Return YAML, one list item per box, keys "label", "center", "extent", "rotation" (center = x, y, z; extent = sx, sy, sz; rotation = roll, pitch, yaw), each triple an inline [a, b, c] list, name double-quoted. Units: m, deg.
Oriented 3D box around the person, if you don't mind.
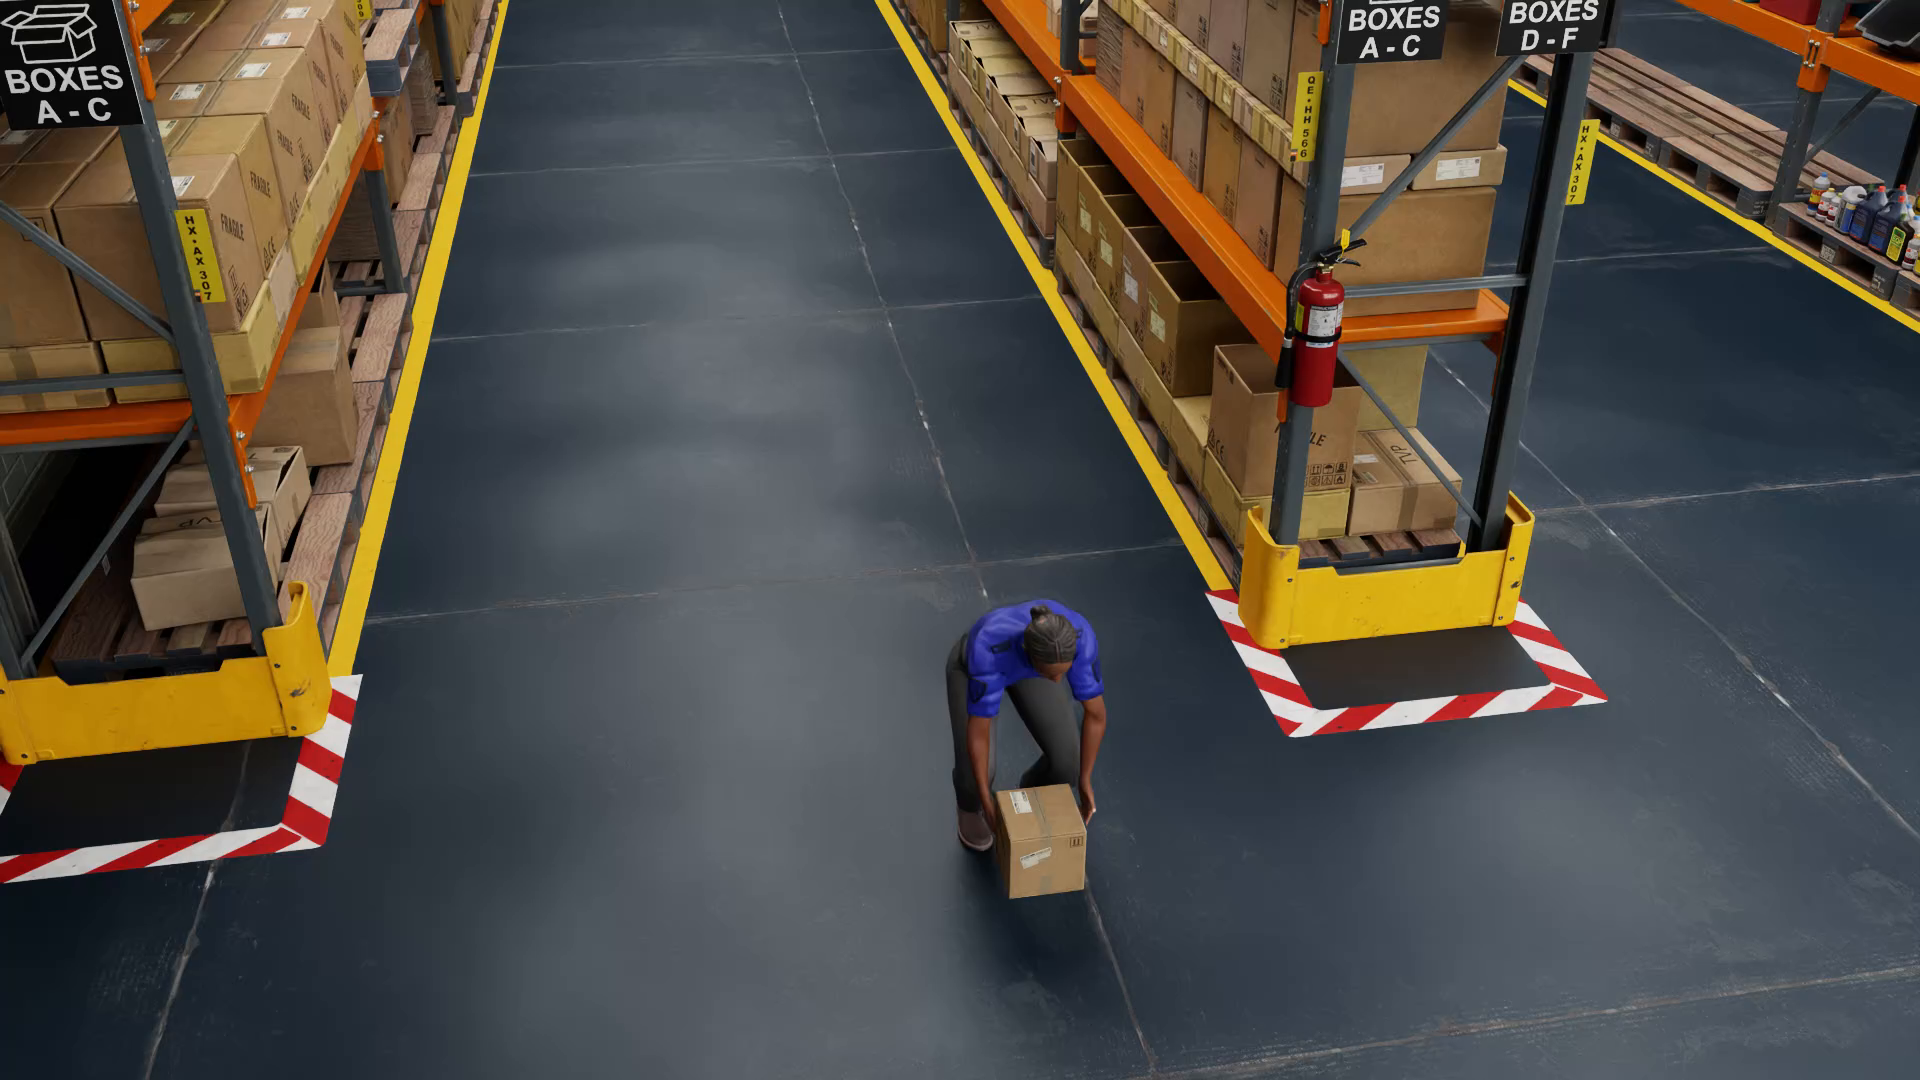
- label: "person"
  center: [0.217, 0.584, 5.693]
  extent: [0.498, 1.117, 0.740]
  rotation: [-5, 31, -9]
